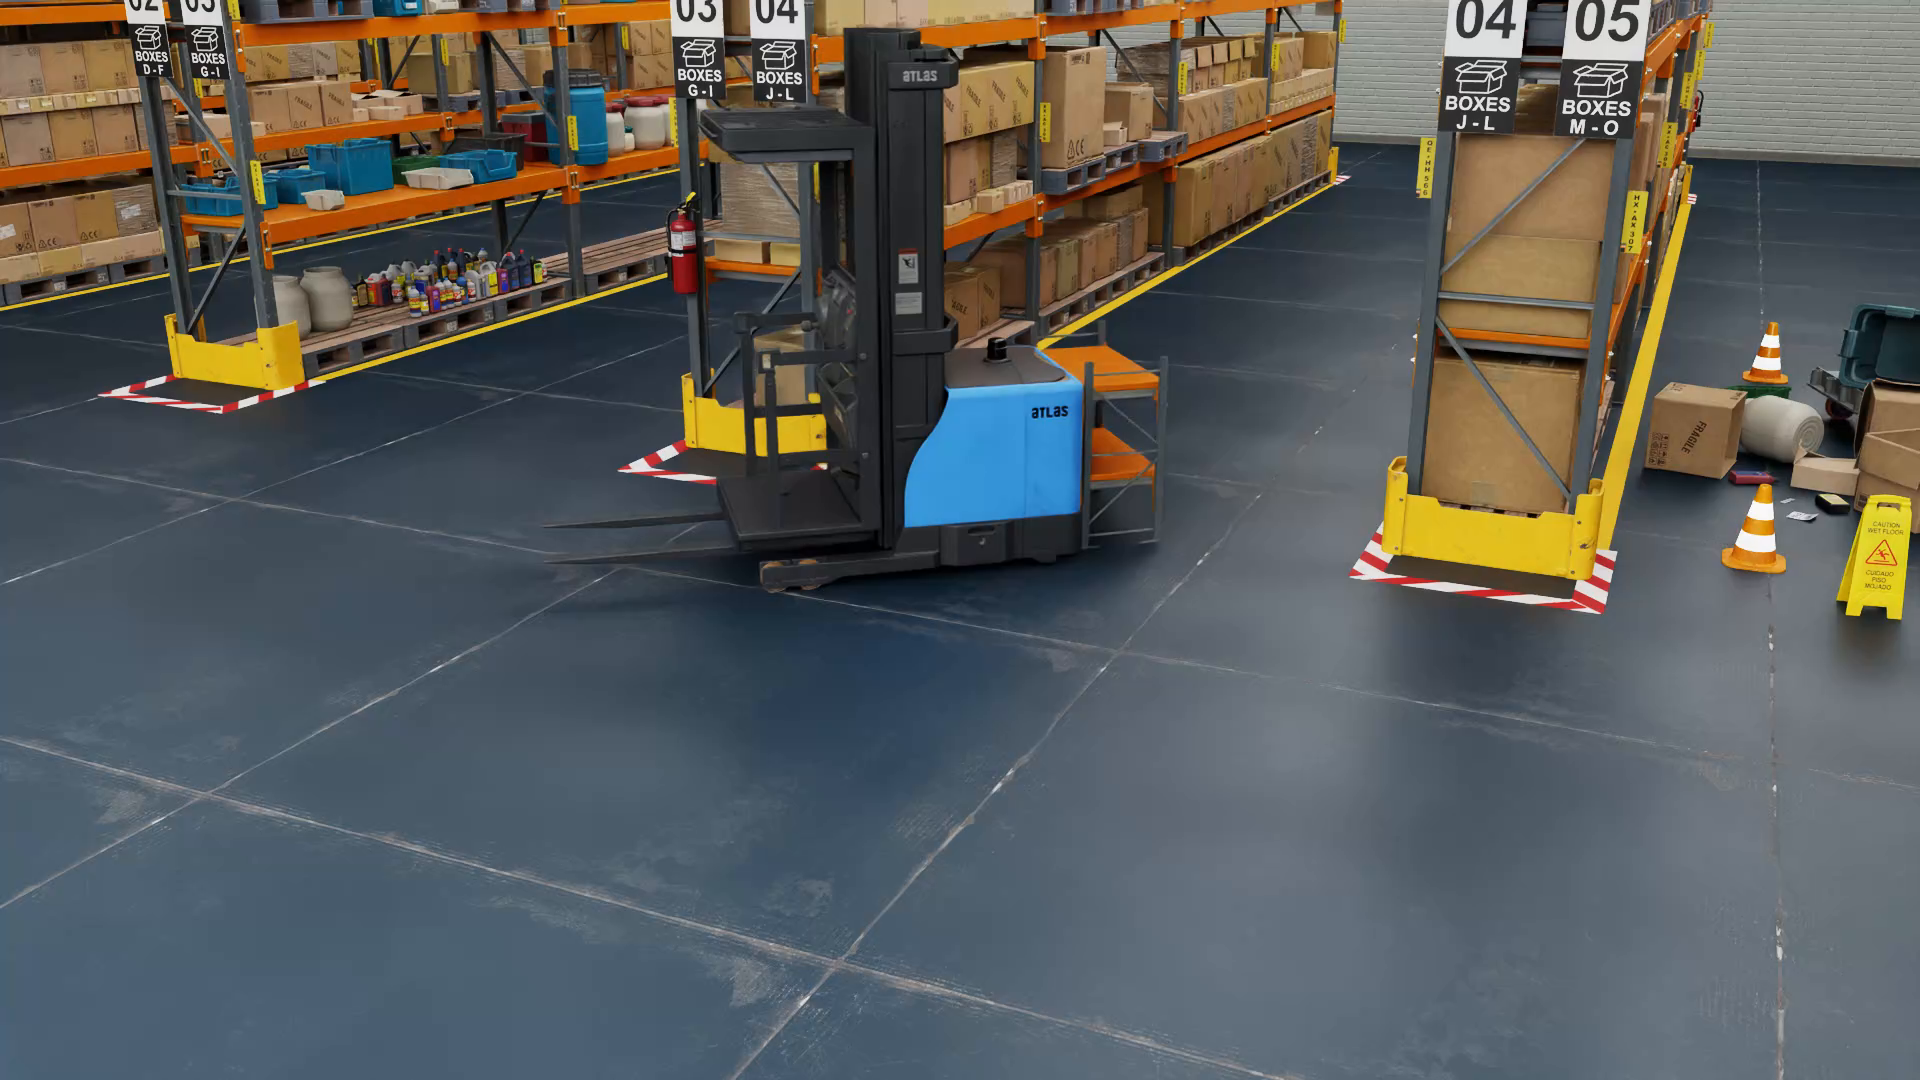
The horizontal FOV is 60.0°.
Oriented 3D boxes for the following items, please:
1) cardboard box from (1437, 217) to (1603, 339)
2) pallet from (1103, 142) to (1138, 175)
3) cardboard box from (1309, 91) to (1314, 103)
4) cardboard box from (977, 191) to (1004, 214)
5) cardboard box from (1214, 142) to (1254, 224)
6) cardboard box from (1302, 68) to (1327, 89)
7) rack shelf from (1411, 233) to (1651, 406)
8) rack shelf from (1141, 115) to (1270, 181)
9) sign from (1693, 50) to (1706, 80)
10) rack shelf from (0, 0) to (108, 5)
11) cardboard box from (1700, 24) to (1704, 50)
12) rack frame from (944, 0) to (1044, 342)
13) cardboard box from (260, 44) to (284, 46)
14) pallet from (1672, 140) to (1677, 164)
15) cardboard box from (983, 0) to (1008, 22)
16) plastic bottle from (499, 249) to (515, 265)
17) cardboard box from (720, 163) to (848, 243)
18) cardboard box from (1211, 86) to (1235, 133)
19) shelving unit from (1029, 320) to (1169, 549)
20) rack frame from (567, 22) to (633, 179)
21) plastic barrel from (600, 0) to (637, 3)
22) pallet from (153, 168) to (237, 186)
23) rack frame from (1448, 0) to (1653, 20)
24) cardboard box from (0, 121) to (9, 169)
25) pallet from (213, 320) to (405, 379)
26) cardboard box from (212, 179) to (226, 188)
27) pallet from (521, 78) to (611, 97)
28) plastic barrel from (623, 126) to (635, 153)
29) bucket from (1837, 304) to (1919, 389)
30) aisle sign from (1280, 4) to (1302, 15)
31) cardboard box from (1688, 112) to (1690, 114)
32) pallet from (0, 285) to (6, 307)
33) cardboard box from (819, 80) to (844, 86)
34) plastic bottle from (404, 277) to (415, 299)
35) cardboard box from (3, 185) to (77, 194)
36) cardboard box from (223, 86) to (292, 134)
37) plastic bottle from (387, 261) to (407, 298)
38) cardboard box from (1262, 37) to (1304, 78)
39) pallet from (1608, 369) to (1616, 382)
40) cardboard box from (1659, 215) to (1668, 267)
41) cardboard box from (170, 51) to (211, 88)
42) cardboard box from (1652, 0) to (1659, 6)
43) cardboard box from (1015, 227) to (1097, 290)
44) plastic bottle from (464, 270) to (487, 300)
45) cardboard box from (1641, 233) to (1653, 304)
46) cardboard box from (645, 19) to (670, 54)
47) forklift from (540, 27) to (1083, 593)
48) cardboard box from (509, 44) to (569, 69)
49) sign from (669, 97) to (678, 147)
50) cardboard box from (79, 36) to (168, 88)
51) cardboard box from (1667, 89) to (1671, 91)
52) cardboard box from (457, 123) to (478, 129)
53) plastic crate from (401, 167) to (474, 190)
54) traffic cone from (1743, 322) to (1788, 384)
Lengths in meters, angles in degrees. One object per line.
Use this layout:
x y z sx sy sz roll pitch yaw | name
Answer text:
3.185 -1.510 9.515 0.875 0.550 0.550 9 21 23 | cardboard box
1.094 -3.776 16.396 1.003 0.211 1.213 9 21 23 | pallet
4.775 -6.258 23.465 0.380 0.149 0.250 9 21 23 | cardboard box
0.140 -2.795 13.726 0.380 0.149 0.250 9 21 23 | cardboard box
2.896 -4.425 20.479 1.225 0.875 0.875 8 21 21 | cardboard box
4.978 -6.653 23.978 0.500 0.250 0.500 8 21 22 | cardboard box
3.894 -1.592 11.044 1.077 0.370 4.000 9 21 23 | rack shelf
2.686 -4.749 19.921 1.077 0.370 4.000 9 21 23 | rack shelf
8.497 -5.459 19.114 0.100 0.325 0.005 9 21 23 | sign
-12.509 -6.979 21.713 1.077 0.370 4.000 9 21 23 | rack shelf
9.040 -6.218 20.892 0.500 0.500 0.500 8 21 21 | cardboard box
0.229 -3.254 14.643 1.000 3.000 0.127 9 21 23 | rack frame
-10.645 -7.644 25.244 0.500 0.250 0.500 8 21 22 | cardboard box
6.545 -3.908 16.766 1.213 0.211 1.003 9 21 23 | pallet
0.057 -4.263 13.228 0.500 0.250 0.500 9 22 24 | cardboard box
-4.422 -2.676 16.315 0.144 0.351 0.185 9 21 23 | plastic bottle
-1.159 -2.383 11.600 0.875 0.500 0.500 9 21 23 | cardboard box
2.937 -5.103 19.692 0.500 0.500 0.500 9 21 23 | cardboard box
0.816 -0.667 10.165 0.538 1.125 1.048 -5 20 -15 | shelving unit
-5.531 -7.060 25.345 1.000 3.000 0.127 9 21 23 | rack frame
-3.744 -6.168 17.612 0.600 0.901 0.708 9 21 23 | plastic barrel
-11.298 -5.433 24.930 1.003 0.211 1.213 9 21 23 | pallet
3.075 -4.147 8.199 1.000 3.000 0.127 9 21 23 | rack frame
-9.823 -3.892 16.287 0.700 0.500 0.500 9 21 23 | cardboard box
-5.602 -1.675 14.362 1.003 0.211 1.213 9 21 23 | pallet
-8.695 -4.104 19.673 0.500 0.311 0.500 9 22 24 | cardboard box
-5.958 -6.740 24.732 1.003 0.211 1.213 9 21 23 | pallet
-3.608 -4.252 17.655 0.301 0.262 0.301 0 20 0 | plastic barrel
6.760 -1.359 11.930 0.726 0.611 0.620 18 16 41 | bucket
4.899 -8.211 24.700 0.394 0.787 0.004 9 21 23 | aisle sign
9.443 -5.724 21.961 0.380 0.149 0.250 9 22 24 | cardboard box
-10.170 -2.318 16.170 1.003 0.211 1.213 9 21 23 | pallet
-0.724 -2.972 11.765 0.500 0.500 0.500 9 21 23 | cardboard box
-5.198 -2.385 15.719 0.097 0.201 0.097 0 20 0 | plastic bottle
-9.692 -3.466 17.595 0.500 0.500 0.500 9 21 23 | cardboard box
-8.262 -5.055 19.558 0.500 0.500 0.500 10 22 27 | cardboard box
-5.326 -2.459 15.703 0.144 0.351 0.185 10 22 25 | plastic bottle
4.352 -6.543 22.551 0.500 0.500 0.500 8 21 21 | cardboard box
4.960 -1.475 13.802 1.003 0.211 1.213 9 21 23 | pallet
7.076 -3.121 17.372 0.500 0.500 0.500 9 21 23 | cardboard box
-11.257 -6.826 24.063 0.500 0.500 0.500 9 22 24 | cardboard box
3.508 -2.921 8.827 0.380 0.149 0.250 9 21 23 | cardboard box
0.941 -2.783 16.391 0.700 0.500 0.500 7 21 18 | cardboard box
-4.571 -2.415 15.691 0.152 0.276 0.135 9 21 24 | plastic bottle
6.019 -2.730 15.898 1.050 0.750 0.750 8 21 22 | cardboard box
-4.871 -7.842 25.900 0.500 0.500 0.500 8 21 21 | cardboard box
-0.870 -1.286 9.210 3.031 2.935 1.130 -5 20 -13 | forklift
-6.153 -6.972 24.321 0.700 0.500 0.500 12 23 31 | cardboard box
-1.907 -2.808 11.189 0.100 0.325 0.005 9 21 23 | sign
-8.983 -5.137 17.850 0.700 0.500 0.500 9 21 23 | cardboard box
7.254 -4.642 17.405 0.380 0.149 0.250 9 22 24 | cardboard box
-9.019 -7.447 29.536 0.700 0.500 0.500 8 21 21 | cardboard box
-4.723 -3.278 15.104 0.530 0.136 0.437 9 21 23 | plastic crate
6.640 -1.550 13.637 0.336 0.463 0.334 9 21 23 | traffic cone
